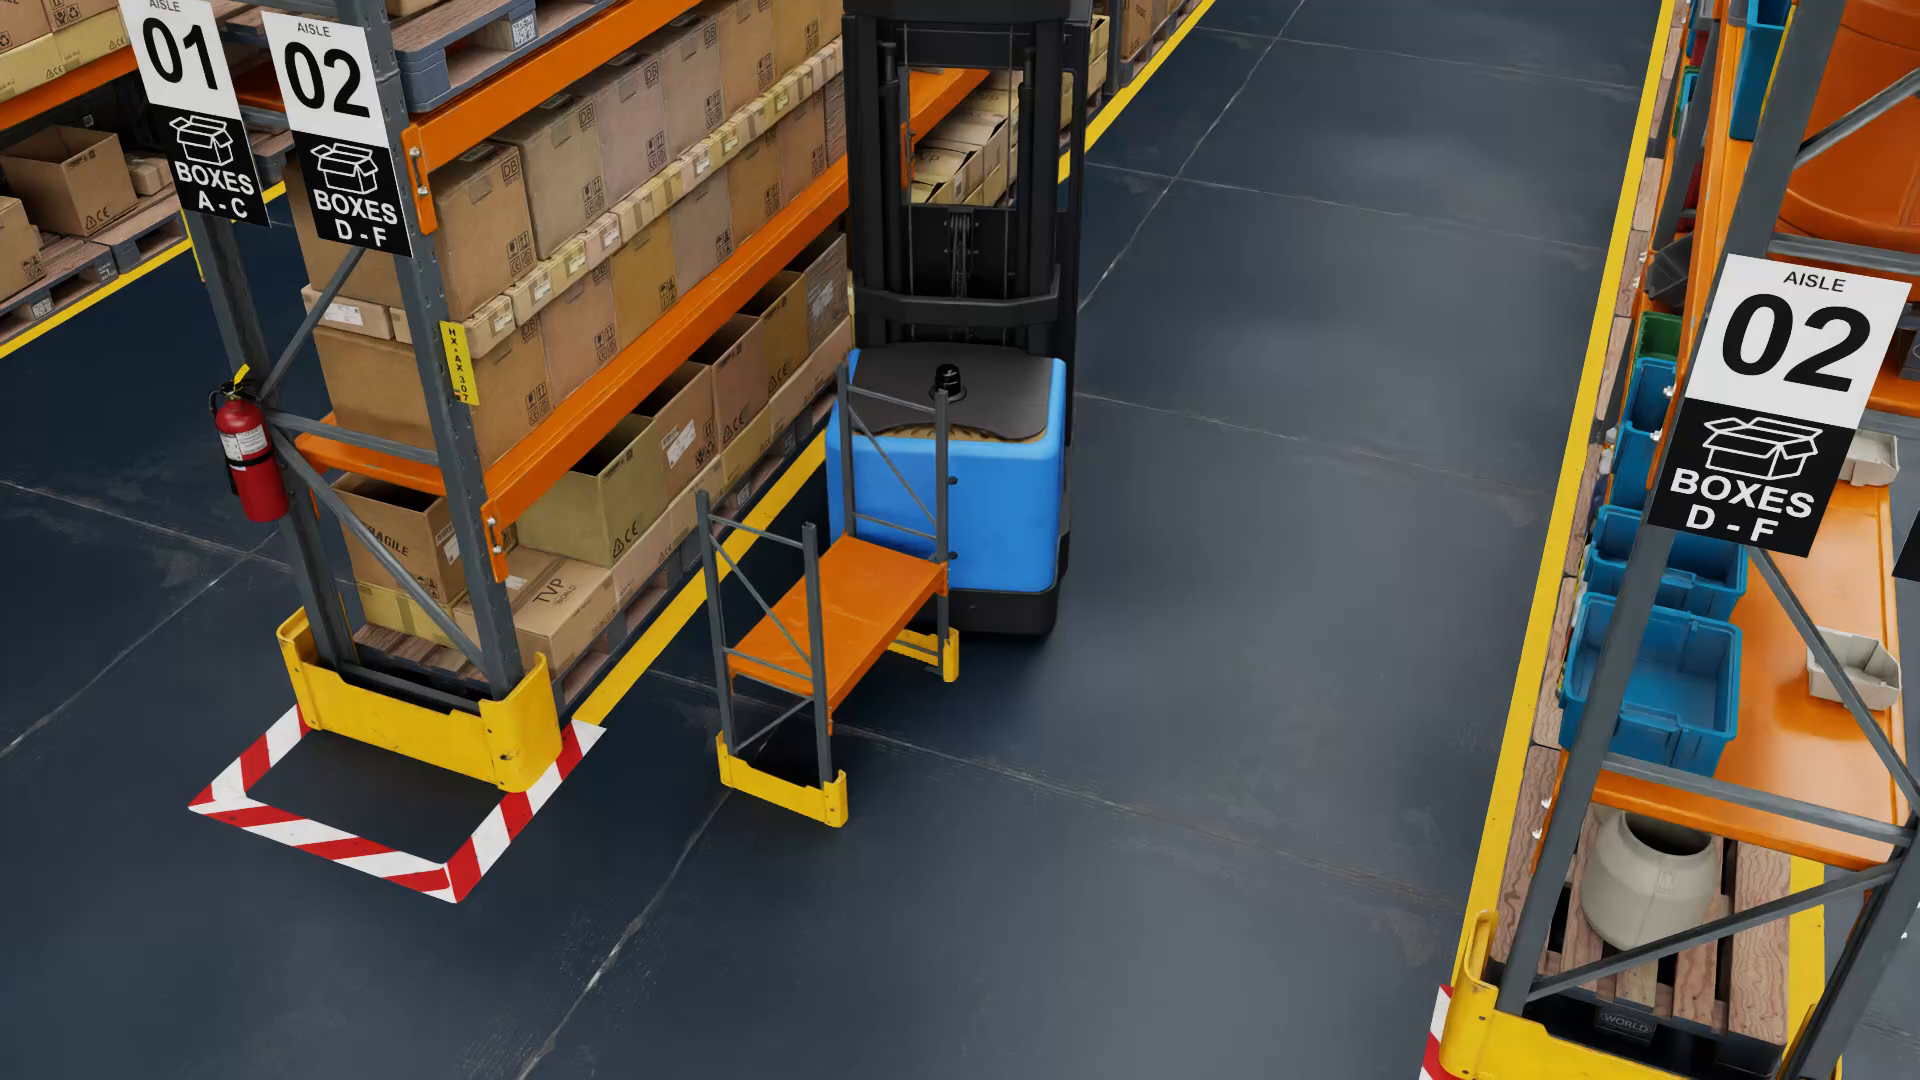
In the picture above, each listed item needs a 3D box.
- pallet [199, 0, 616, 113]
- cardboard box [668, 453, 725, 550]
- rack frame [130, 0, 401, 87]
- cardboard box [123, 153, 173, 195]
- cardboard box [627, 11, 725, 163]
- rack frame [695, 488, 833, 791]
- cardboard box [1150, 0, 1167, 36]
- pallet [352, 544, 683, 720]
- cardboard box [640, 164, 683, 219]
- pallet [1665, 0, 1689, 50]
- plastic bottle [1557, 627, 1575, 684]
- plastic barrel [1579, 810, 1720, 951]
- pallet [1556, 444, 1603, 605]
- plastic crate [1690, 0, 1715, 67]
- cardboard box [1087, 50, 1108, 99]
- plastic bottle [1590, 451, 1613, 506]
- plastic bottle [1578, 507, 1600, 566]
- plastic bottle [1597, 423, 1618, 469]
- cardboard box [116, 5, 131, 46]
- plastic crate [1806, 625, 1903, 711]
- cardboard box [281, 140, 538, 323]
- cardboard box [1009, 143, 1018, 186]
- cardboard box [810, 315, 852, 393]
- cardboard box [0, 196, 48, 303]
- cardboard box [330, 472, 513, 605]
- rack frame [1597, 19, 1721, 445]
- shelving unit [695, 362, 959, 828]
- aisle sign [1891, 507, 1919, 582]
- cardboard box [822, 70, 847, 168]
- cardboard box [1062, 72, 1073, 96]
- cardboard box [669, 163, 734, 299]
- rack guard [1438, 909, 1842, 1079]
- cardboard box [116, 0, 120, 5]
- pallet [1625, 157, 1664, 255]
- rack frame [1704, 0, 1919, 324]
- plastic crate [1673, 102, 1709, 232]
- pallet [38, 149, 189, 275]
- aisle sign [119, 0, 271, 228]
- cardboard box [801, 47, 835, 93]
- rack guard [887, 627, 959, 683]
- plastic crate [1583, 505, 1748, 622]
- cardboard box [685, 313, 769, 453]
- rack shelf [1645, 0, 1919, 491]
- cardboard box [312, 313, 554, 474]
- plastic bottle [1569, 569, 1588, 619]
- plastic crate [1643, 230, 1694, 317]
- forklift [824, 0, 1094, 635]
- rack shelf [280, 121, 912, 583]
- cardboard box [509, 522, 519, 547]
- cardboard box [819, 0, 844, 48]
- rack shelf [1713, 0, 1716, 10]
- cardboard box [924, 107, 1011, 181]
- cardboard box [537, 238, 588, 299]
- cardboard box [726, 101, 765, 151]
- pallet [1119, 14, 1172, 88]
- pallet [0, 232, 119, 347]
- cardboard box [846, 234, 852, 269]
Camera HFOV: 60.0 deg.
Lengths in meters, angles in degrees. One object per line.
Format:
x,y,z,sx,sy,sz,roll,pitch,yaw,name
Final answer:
-1.991,-1.927,5.993,1.003,0.211,1.213,14,39,18,pallet
-1.496,-0.243,8.117,0.500,0.250,0.500,14,39,18,cardboard box
-2.284,-2.779,4.553,1.000,3.000,0.127,14,39,18,rack frame
-5.520,-2.455,11.130,0.380,0.166,0.250,9,38,12,cardboard box
-1.498,-2.069,7.447,0.700,0.500,0.500,14,39,18,cardboard box
-0.741,0.487,6.448,0.500,1.500,0.032,17,40,21,rack frame
1.392,-4.458,13.531,0.500,0.500,0.500,12,39,16,cardboard box
-2.032,0.308,7.763,1.003,0.211,1.213,14,39,18,pallet
-1.447,-1.557,7.304,0.380,0.149,0.250,13,39,17,cardboard box
6.529,-4.355,14.001,1.003,0.211,1.213,14,39,18,pallet
2.617,0.481,7.104,0.061,0.283,0.133,15,39,19,plastic bottle
2.475,1.201,5.966,0.421,0.512,0.421,0,37,0,plastic barrel
3.523,0.019,8.149,1.003,0.211,1.213,14,39,18,pallet
4.442,-2.875,9.639,0.402,0.464,0.583,14,39,18,plastic crate
0.786,-3.525,12.508,0.500,0.250,0.500,15,39,19,cardboard box
3.193,-0.283,8.133,0.152,0.276,0.135,15,39,19,plastic bottle
2.954,-0.009,7.760,0.061,0.283,0.133,16,40,20,plastic bottle
3.291,-0.467,8.382,0.097,0.271,0.097,0,37,0,plastic bottle
-5.244,-3.333,10.414,0.500,0.250,0.500,14,39,18,cardboard box
2.934,0.438,5.480,0.298,0.136,0.250,14,39,18,plastic crate
-2.074,-1.220,6.312,0.700,0.500,0.500,14,39,18,cardboard box
0.205,-2.676,11.372,0.500,0.250,0.500,15,39,19,cardboard box
-0.935,-1.076,9.232,0.500,0.250,0.500,14,39,18,cardboard box
-5.978,-1.750,9.908,0.700,0.500,0.500,11,38,15,cardboard box
-2.355,-0.108,7.310,0.500,0.500,0.500,14,39,18,cardboard box
3.818,-1.460,7.799,1.000,3.000,0.127,14,39,18,rack frame
-0.505,0.211,6.816,0.587,1.500,1.083,17,40,21,shelving unit
2.539,-0.180,3.915,0.394,0.787,0.004,14,39,18,aisle sign
-0.925,-2.383,8.951,0.700,0.500,0.500,13,39,17,cardboard box
0.597,-3.461,11.954,0.500,0.311,0.500,13,39,17,cardboard box
-1.508,-1.529,7.808,0.700,0.500,0.500,15,39,19,cardboard box
2.281,1.703,5.655,1.175,0.500,0.348,14,39,18,rack guard
-5.238,-3.633,10.189,0.500,0.500,0.500,14,39,18,cardboard box
5.009,-2.138,11.035,1.003,0.211,1.213,14,39,18,pallet
2.296,-1.648,3.040,1.000,3.000,0.127,14,39,18,rack frame
3.719,-1.823,8.232,0.402,0.464,0.583,14,39,18,plastic crate
-5.567,-2.220,11.145,1.003,0.211,1.213,14,39,18,pallet
-2.580,-1.448,5.611,0.394,0.787,0.004,14,39,18,aisle sign
-0.860,-2.409,8.444,0.380,0.149,0.250,13,39,16,cardboard box
-0.277,0.446,7.546,0.587,0.250,0.087,17,40,21,rack guard
2.462,0.111,5.822,0.499,0.251,0.408,14,39,18,plastic crate
-1.301,-0.819,8.261,0.500,0.500,0.500,14,39,18,cardboard box
3.057,-1.266,5.635,1.077,0.370,4.000,14,39,18,rack shelf
-2.094,-0.671,6.661,0.700,0.500,0.500,14,39,18,cardboard box
2.822,0.220,7.397,0.144,0.351,0.185,15,39,20,plastic bottle
3.501,-1.174,7.469,0.767,0.338,0.504,14,39,18,plastic crate
0.049,-1.607,8.053,1.130,2.935,3.031,3,37,4,forklift
-1.523,-1.195,8.046,1.077,0.370,4.000,14,39,18,rack shelf
-2.174,-0.086,7.908,0.500,0.250,0.500,14,39,18,cardboard box
-0.925,-2.903,8.563,0.700,0.500,0.500,14,39,18,cardboard box
4.579,-3.481,8.598,1.077,0.370,4.000,14,39,18,rack shelf
0.017,-2.617,10.824,0.500,0.311,0.500,13,39,16,cardboard box
-1.741,-1.128,6.730,0.380,0.149,0.250,14,39,18,cardboard box
-1.152,-1.988,7.881,0.380,0.149,0.250,15,39,19,cardboard box
1.079,-4.093,13.651,1.003,0.211,1.213,14,39,18,pallet
-6.030,-1.542,10.238,1.003,0.211,1.213,14,39,18,pallet
-0.379,-1.824,10.232,0.500,0.250,0.500,13,39,17,cardboard box
